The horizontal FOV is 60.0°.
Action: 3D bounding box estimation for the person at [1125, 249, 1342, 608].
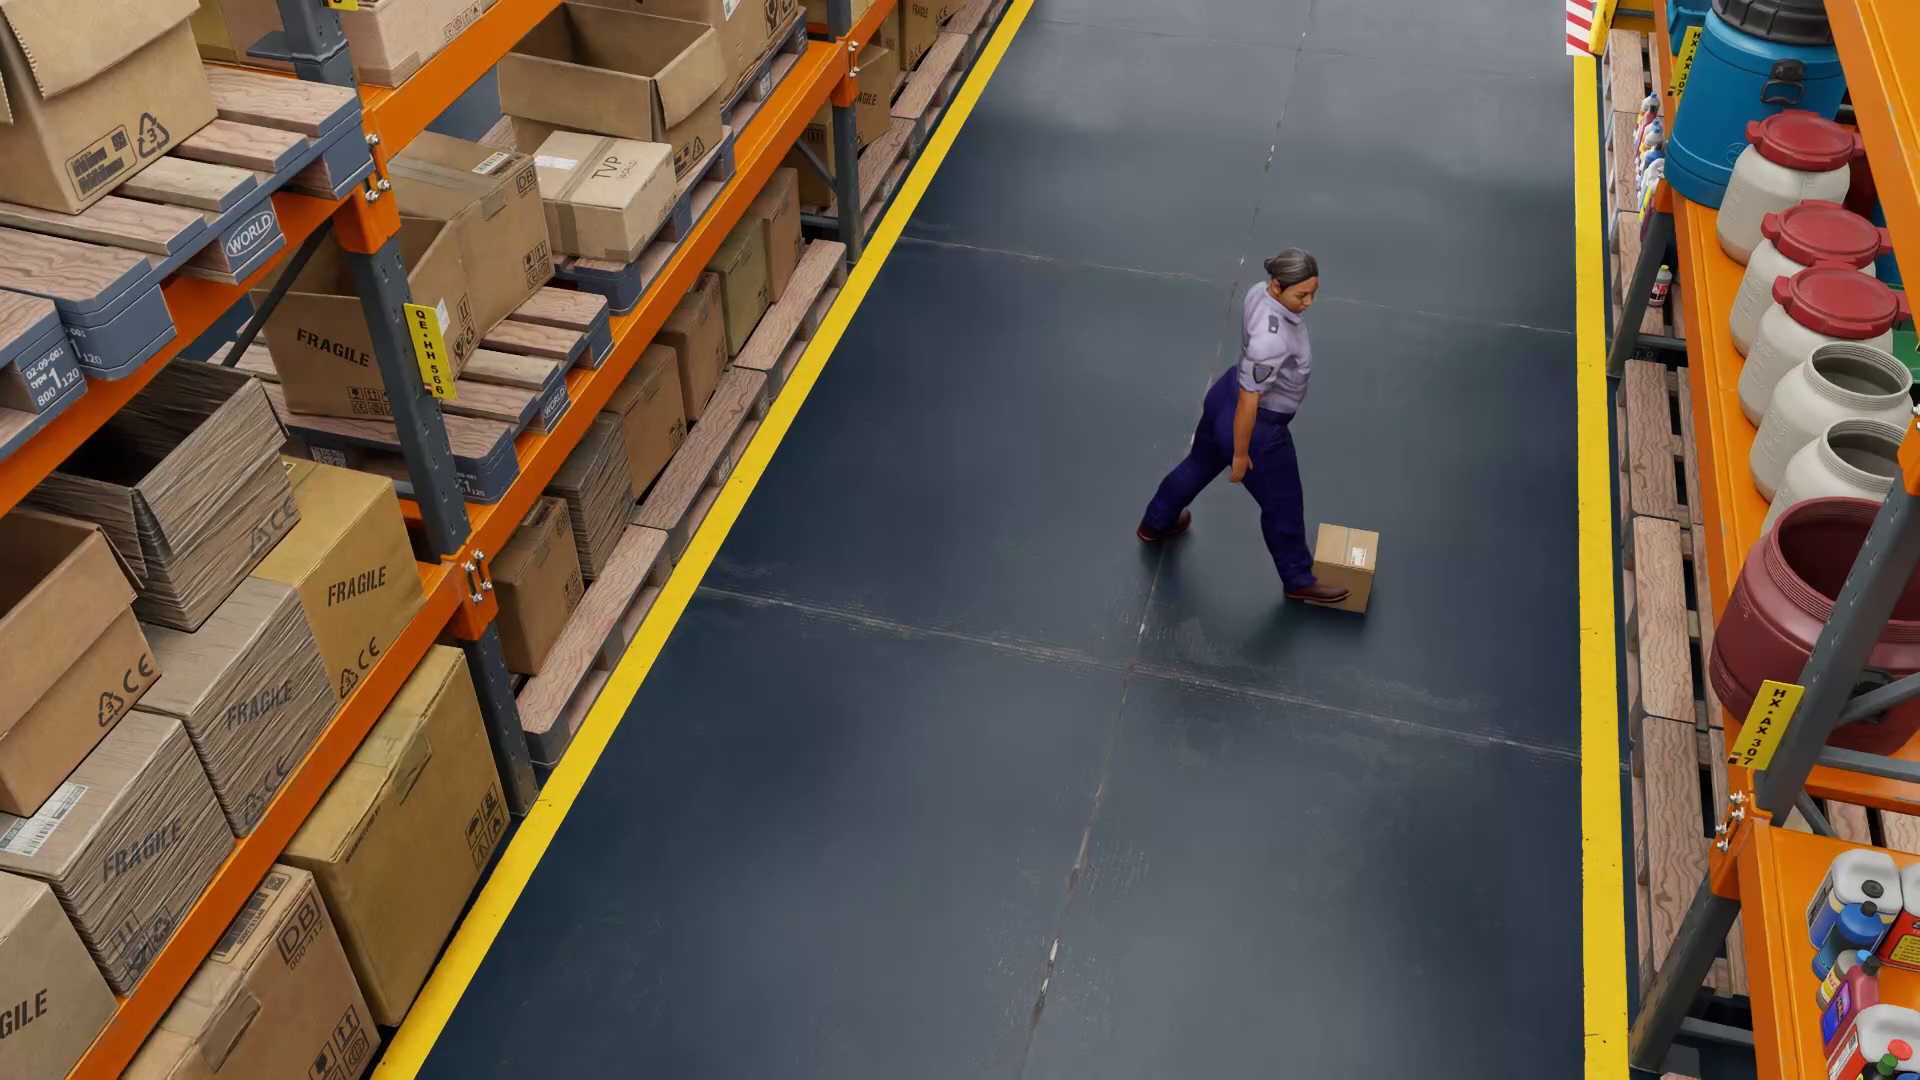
[{"bbox_3d":[1.180,-0.517,6.764,0.910,1.608,0.637,1,41,2],"label":"person"}]
